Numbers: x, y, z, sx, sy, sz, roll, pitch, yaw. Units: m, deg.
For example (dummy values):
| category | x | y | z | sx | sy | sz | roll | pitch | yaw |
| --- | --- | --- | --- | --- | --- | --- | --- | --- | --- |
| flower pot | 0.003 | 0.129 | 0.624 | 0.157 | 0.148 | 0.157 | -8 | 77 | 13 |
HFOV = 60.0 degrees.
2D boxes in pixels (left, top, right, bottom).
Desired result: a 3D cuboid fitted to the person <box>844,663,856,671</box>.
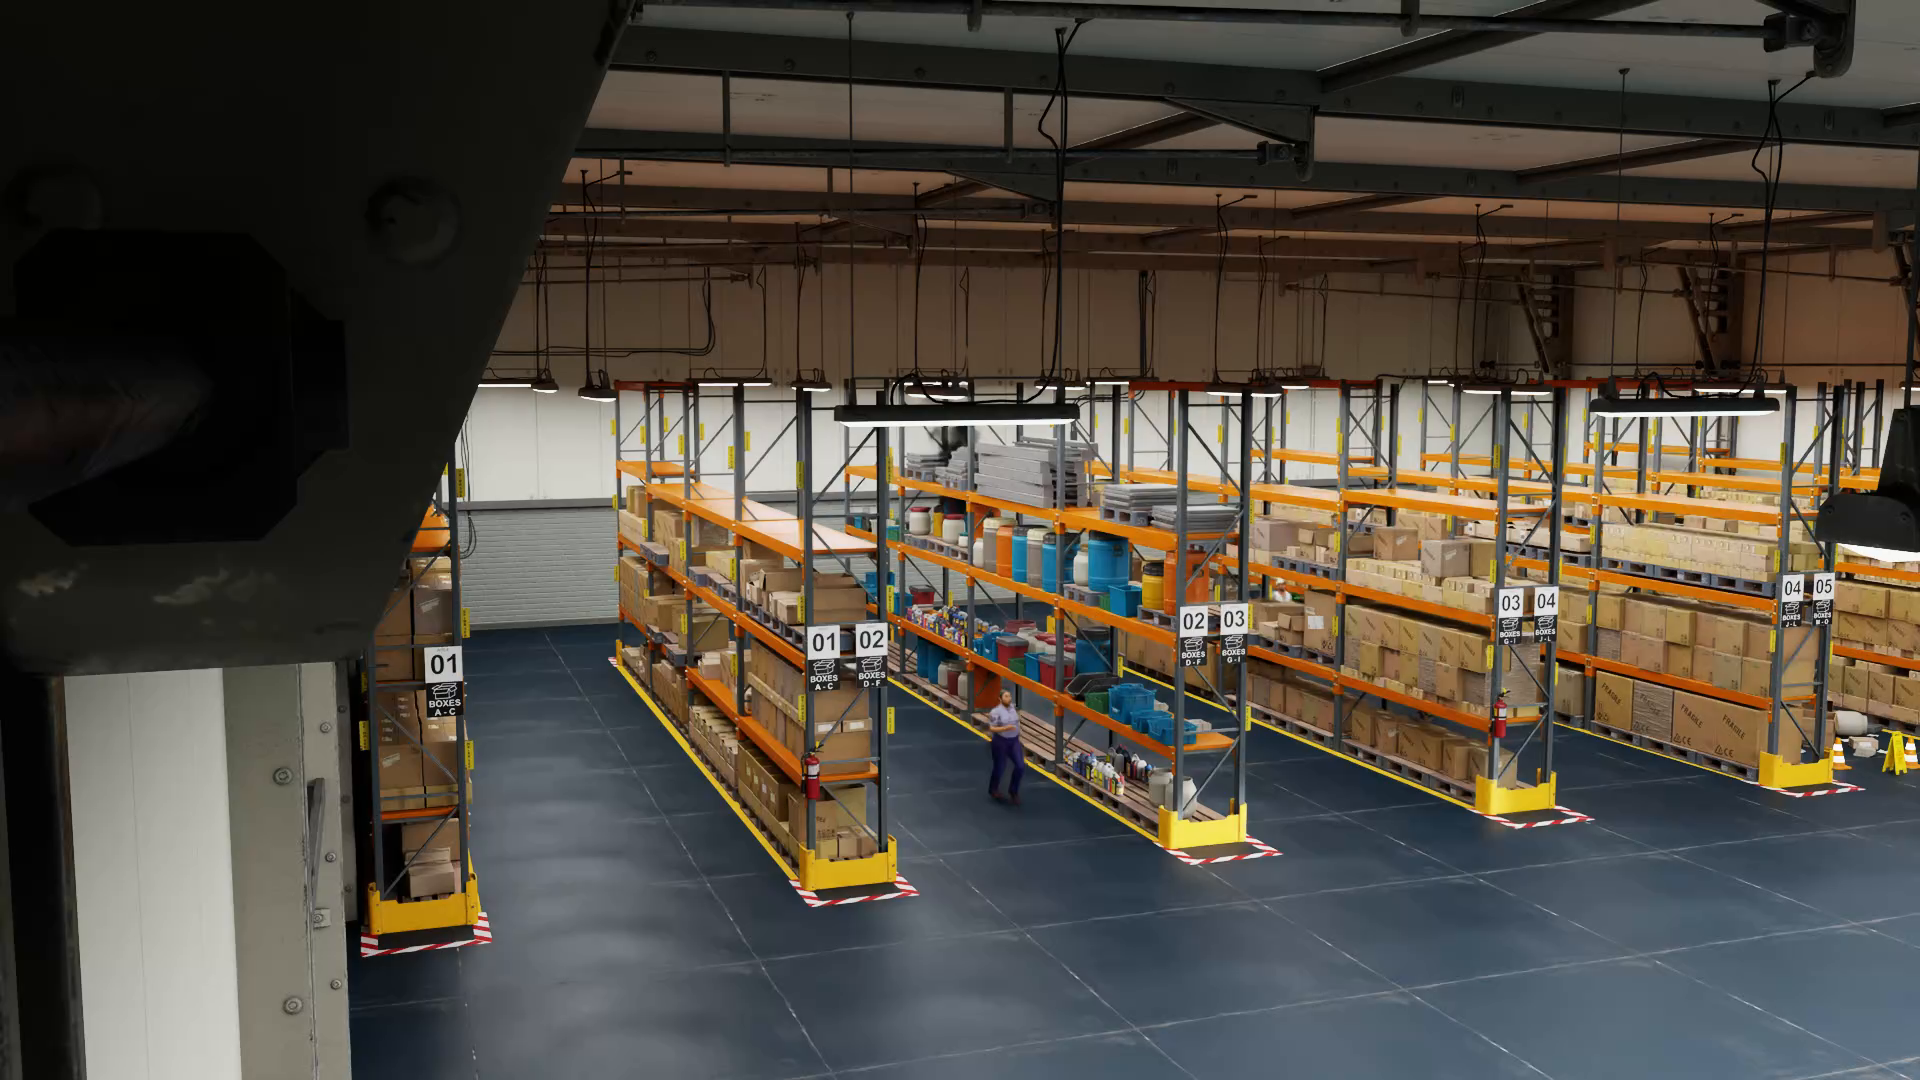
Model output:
| category | x | y | z | sx | sy | sz | roll | pitch | yaw |
| --- | --- | --- | --- | --- | --- | --- | --- | --- | --- |
| person | -1.890 | 2.302 | 29.864 | 0.624 | 1.797 | 0.718 | -4 | 7 | -34 |

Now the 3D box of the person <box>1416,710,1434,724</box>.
| category | x | y | z | sx | sy | sz | roll | pitch | yaw |
| --- | --- | --- | --- | --- | --- | --- | --- | --- | --- |
| person | 8.341 | 2.386 | 29.175 | 0.670 | 1.821 | 0.787 | -3 | 7 | -26 |

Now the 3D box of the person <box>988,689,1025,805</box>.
| category | x | y | z | sx | sy | sz | roll | pitch | yaw |
| --- | --- | --- | --- | --- | --- | --- | --- | --- | --- |
| person | 0.667 | 2.989 | 24.013 | 0.587 | 1.696 | 0.691 | -4 | 7 | -31 |

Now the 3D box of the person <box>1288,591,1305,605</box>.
| category | x | y | z | sx | sy | sz | roll | pitch | yaw |
| --- | --- | --- | --- | --- | --- | --- | --- | --- | --- |
| person | 8.499 | 1.042 | 41.887 | 0.687 | 1.749 | 0.682 | -2 | 6 | -17 |

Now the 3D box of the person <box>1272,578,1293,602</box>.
| category | x | y | z | sx | sy | sz | roll | pitch | yaw |
| --- | --- | --- | --- | --- | --- | --- | --- | --- | --- |
| person | 6.884 | 1.690 | 35.736 | 0.657 | 1.739 | 0.651 | -2 | 6 | -20 |
